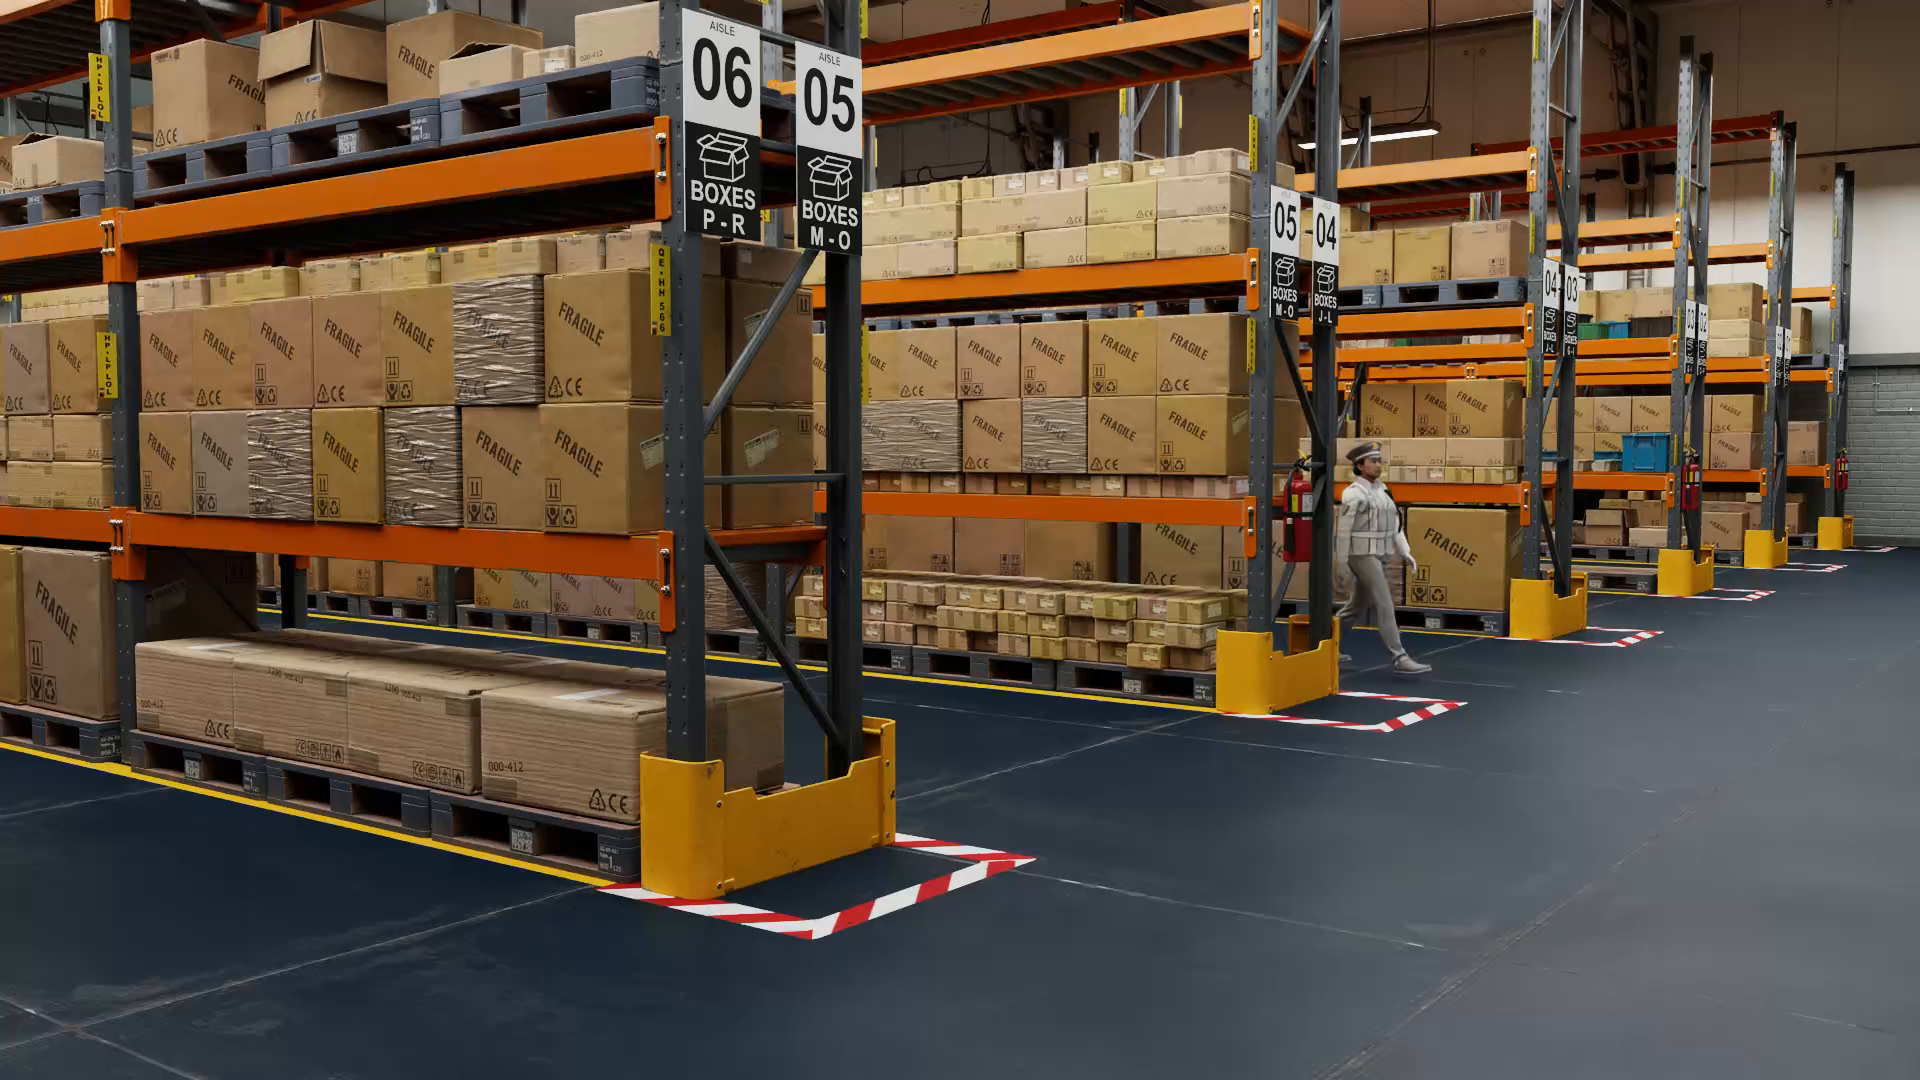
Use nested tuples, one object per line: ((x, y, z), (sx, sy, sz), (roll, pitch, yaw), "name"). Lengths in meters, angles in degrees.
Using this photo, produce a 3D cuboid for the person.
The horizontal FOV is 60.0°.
((2.963, 0.112, 11.845), (0.483, 1.634, 0.996), (-3, 5, -45), "person")
